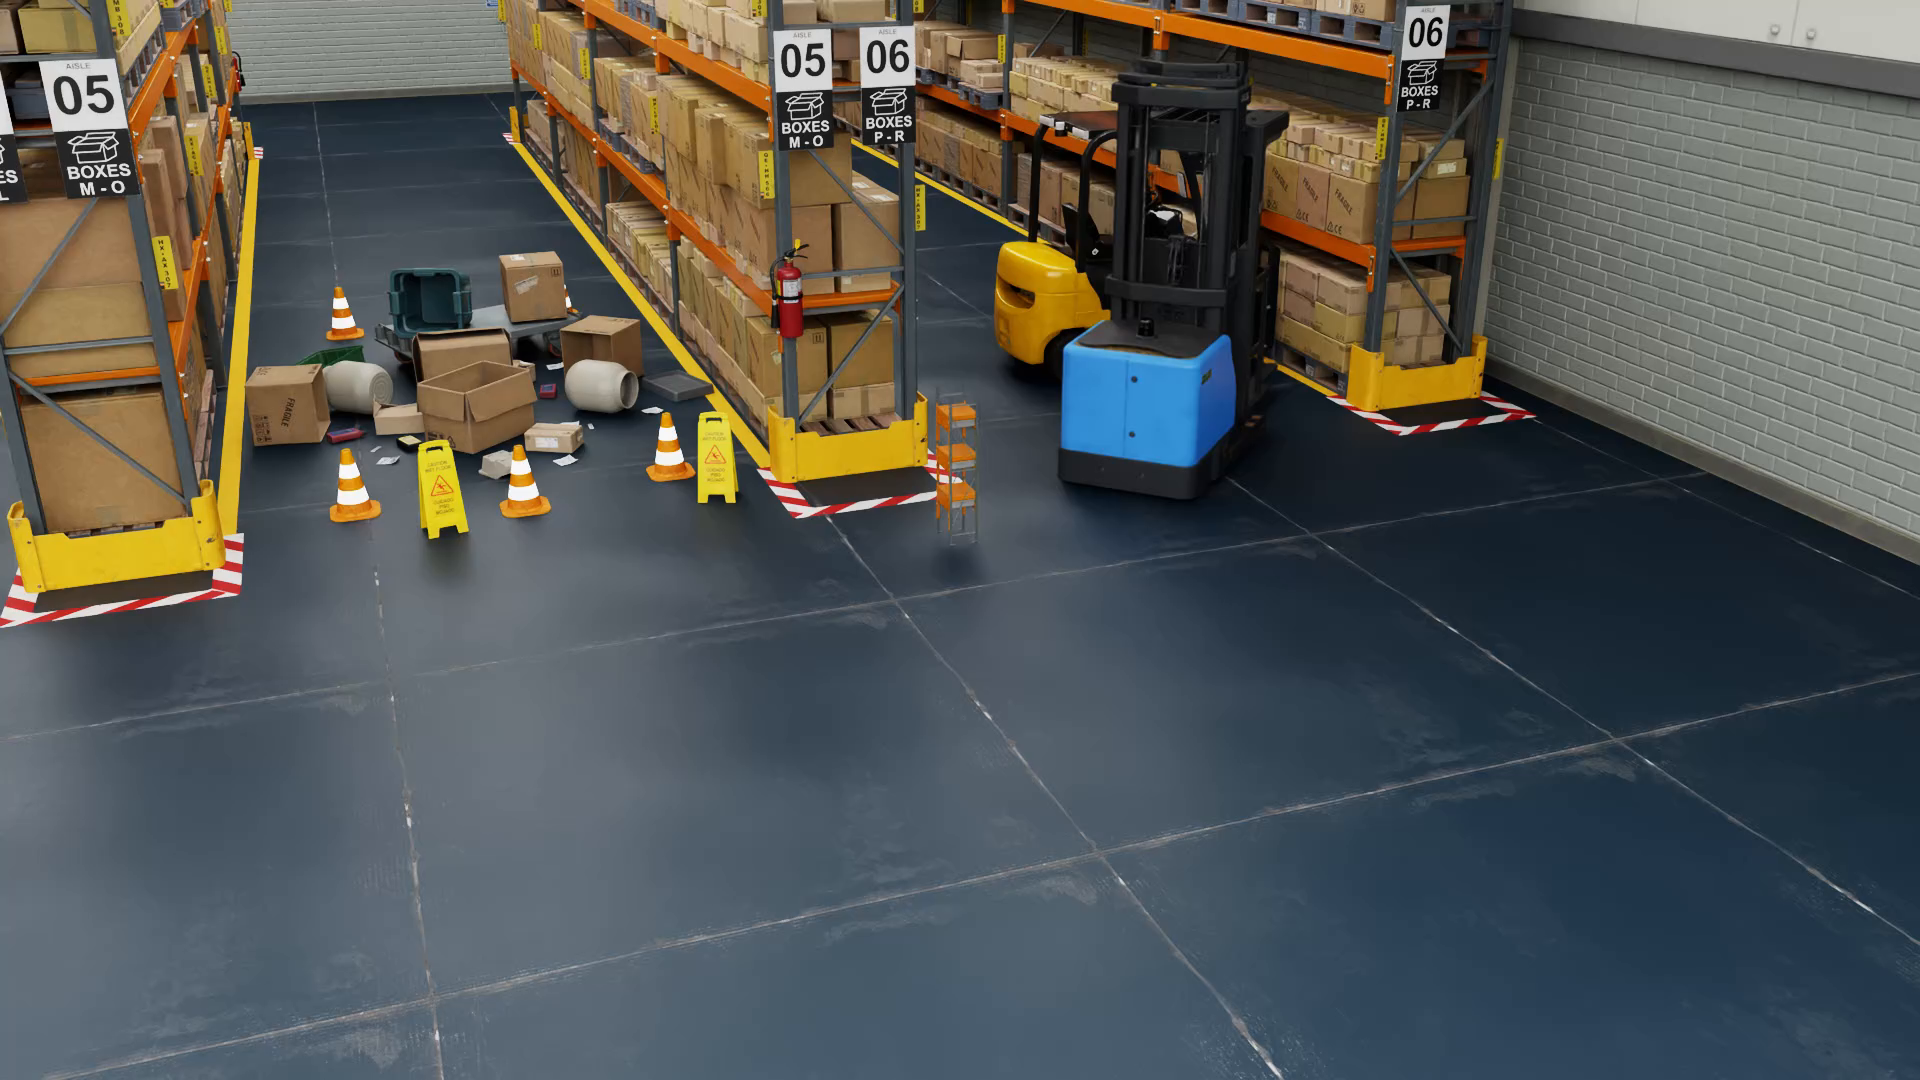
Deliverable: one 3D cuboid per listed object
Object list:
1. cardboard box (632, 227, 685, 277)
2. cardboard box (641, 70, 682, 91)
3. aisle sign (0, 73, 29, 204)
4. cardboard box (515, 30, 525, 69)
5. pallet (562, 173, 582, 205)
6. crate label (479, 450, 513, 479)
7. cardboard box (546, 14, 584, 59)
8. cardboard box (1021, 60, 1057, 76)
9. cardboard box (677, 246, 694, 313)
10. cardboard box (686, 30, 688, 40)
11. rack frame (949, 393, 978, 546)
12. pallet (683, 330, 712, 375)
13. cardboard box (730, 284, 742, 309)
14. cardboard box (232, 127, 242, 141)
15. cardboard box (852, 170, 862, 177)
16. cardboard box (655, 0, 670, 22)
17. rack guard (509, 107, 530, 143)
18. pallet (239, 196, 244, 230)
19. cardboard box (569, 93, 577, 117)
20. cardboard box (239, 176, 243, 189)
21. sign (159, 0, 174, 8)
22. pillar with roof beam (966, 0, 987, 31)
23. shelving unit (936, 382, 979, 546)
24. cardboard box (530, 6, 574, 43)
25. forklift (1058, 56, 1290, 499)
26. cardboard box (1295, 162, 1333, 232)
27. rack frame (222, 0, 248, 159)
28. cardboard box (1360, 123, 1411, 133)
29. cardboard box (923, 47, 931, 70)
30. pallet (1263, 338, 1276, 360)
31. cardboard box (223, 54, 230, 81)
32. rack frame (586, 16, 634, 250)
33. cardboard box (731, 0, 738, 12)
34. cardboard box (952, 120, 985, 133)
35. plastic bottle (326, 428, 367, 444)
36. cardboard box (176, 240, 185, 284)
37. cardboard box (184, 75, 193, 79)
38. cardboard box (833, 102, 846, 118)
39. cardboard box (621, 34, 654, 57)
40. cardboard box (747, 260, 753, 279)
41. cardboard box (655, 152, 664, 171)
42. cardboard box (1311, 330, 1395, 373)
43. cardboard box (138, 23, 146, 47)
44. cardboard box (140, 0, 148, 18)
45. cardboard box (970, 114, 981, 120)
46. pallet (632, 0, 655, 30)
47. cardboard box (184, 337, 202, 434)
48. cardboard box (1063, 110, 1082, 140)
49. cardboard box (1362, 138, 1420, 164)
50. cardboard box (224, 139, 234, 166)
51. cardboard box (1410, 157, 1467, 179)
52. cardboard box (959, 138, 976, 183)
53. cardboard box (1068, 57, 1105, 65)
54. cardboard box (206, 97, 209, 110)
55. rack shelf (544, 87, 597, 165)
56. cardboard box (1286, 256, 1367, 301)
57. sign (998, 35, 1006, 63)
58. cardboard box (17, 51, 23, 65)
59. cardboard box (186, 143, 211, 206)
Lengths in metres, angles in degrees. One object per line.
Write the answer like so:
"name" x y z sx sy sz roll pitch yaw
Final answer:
"cardboard box" -2.911 -3.047 17.460 0.950 0.372 0.625 -8 24 -17
"cardboard box" -2.849 -4.422 15.991 0.380 0.149 0.250 -9 25 -21
"aisle sign" -5.656 -2.323 9.551 0.394 0.787 0.004 -8 24 -19
"cardboard box" -6.189 -7.186 24.309 0.500 0.500 0.500 -8 24 -19
"pallet" -4.702 -4.713 22.159 1.003 0.211 1.213 -8 24 -19
"crate label" -3.418 -0.569 12.423 0.298 0.136 0.250 18 29 36
"cardboard box" -4.953 -6.394 21.142 0.500 0.500 0.500 -8 24 -19
"cardboard box" 0.943 -5.589 19.684 0.380 0.149 0.250 -8 24 -18
"cardboard box" -2.263 -2.381 15.072 0.500 0.500 0.500 -7 24 -16
"cardboard box" -2.107 -4.303 14.058 0.380 0.149 0.250 -8 24 -19
"rack frame" 0.024 -0.459 10.987 0.200 1.050 0.008 -8 24 -19
"pallet" -1.948 -1.837 15.336 1.003 0.211 1.213 -8 24 -19
"cardboard box" -1.611 -1.950 13.213 0.380 0.149 0.250 -8 24 -18
"cardboard box" -10.204 -5.633 23.116 0.380 0.149 0.250 -7 24 -17
"cardboard box" -1.081 -2.674 13.219 0.500 0.500 0.500 -9 24 -20
"cardboard box" -2.319 -4.614 14.282 0.500 0.250 0.500 -9 24 -20
"rack guard" -6.466 -6.578 26.213 1.175 0.500 0.348 -8 24 -19
"pallet" -9.363 -3.984 20.431 1.003 0.211 1.213 -8 24 -19
"cardboard box" -4.411 -5.262 20.065 0.500 0.250 0.500 -9 24 -20
"cardboard box" -9.468 -4.608 21.451 0.380 0.149 0.250 -9 25 -21
"sign" -6.295 -4.379 13.147 0.100 0.325 0.005 -8 24 -19
"pillar with roof beam" -3.833 -9.501 22.205 9.100 9.000 0.400 -8 24 -19
"shelving unit" -0.019 -0.503 11.092 0.215 1.050 0.252 -8 24 -19
"cardboard box" -5.470 -6.908 22.362 0.500 0.500 0.500 -9 24 -19
"forklift" 1.787 -2.175 12.638 1.130 2.935 3.031 10 25 23
"cardboard box" 3.243 -2.969 14.302 0.500 0.500 0.500 -8 24 -17
"rack frame" -11.053 -7.005 24.008 1.000 3.000 0.127 -8 24 -19
"cardboard box" 3.677 -3.509 14.366 0.380 0.149 0.250 -8 24 -19
"cardboard box" -0.271 -6.524 22.499 0.396 0.266 0.258 -7 24 -16
"pallet" 3.100 -2.020 15.770 1.003 0.211 1.213 -8 24 -19
"cardboard box" -9.905 -6.316 21.862 0.500 0.500 0.500 -9 24 -20
"rack frame" -3.632 -4.814 18.810 1.000 3.000 0.127 -8 24 -19
"cardboard box" -1.485 -4.002 12.318 0.380 0.149 0.250 -8 24 -19
"cardboard box" 0.118 -5.564 22.431 0.380 0.149 0.250 -8 24 -19
"plastic bottle" -4.846 -0.832 13.145 0.283 0.061 0.133 -18 29 -37
"cardboard box" -6.095 -1.994 11.925 0.875 0.550 0.500 -8 24 -19
"cardboard box" -8.579 -5.026 18.330 0.380 0.149 0.250 -7 24 -17
"cardboard box" -1.688 -7.211 27.171 0.797 0.503 0.637 -9 25 -21
"cardboard box" -3.577 -5.534 19.101 0.500 0.500 0.500 -9 25 -21
"cardboard box" -1.402 -2.071 12.625 0.380 0.149 0.250 -9 24 -20
"cardboard box" -2.659 -3.588 15.683 0.380 0.149 0.250 -8 24 -18
"cardboard box" 3.375 -1.644 14.287 0.500 0.250 0.500 -8 24 -19
"cardboard box" -5.758 -3.417 11.287 0.380 0.149 0.250 -8 24 -19
"cardboard box" -6.047 -3.825 11.743 0.500 0.250 0.500 -9 24 -19
"cardboard box" 0.351 -5.818 23.033 0.380 0.149 0.250 -8 24 -18
"pallet" -2.337 -4.895 15.383 1.213 0.211 1.003 -8 24 -19
"cardboard box" -6.335 -1.294 12.654 0.875 0.875 0.875 -8 24 -19
"cardboard box" 1.482 -4.674 18.672 0.500 0.250 0.500 -8 24 -17
"cardboard box" 3.513 -3.173 13.570 0.380 0.149 0.250 -8 24 -19
"cardboard box" -9.140 -4.703 20.258 0.500 0.250 0.500 -9 24 -20
"cardboard box" 3.960 -3.094 13.764 0.380 0.149 0.250 -9 24 -20
"cardboard box" 0.306 -5.036 22.013 0.500 0.500 0.500 -7 24 -17
"cardboard box" 1.512 -5.671 19.880 0.380 0.149 0.250 -8 24 -18
"cardboard box" -8.757 -4.943 18.897 0.380 0.149 0.250 -9 25 -21
"rack shelf" -4.338 -5.209 20.674 1.077 0.370 4.000 -8 24 -19
"cardboard box" 3.196 -2.286 14.525 0.500 0.250 0.500 -8 24 -18
"sign" 0.506 -5.916 20.035 0.100 0.325 0.005 -8 24 -19
"cardboard box" -6.104 -3.049 10.413 0.380 0.149 0.250 -8 24 -18
"cardboard box" -7.101 -3.284 15.052 0.500 0.500 0.500 -8 24 -19
